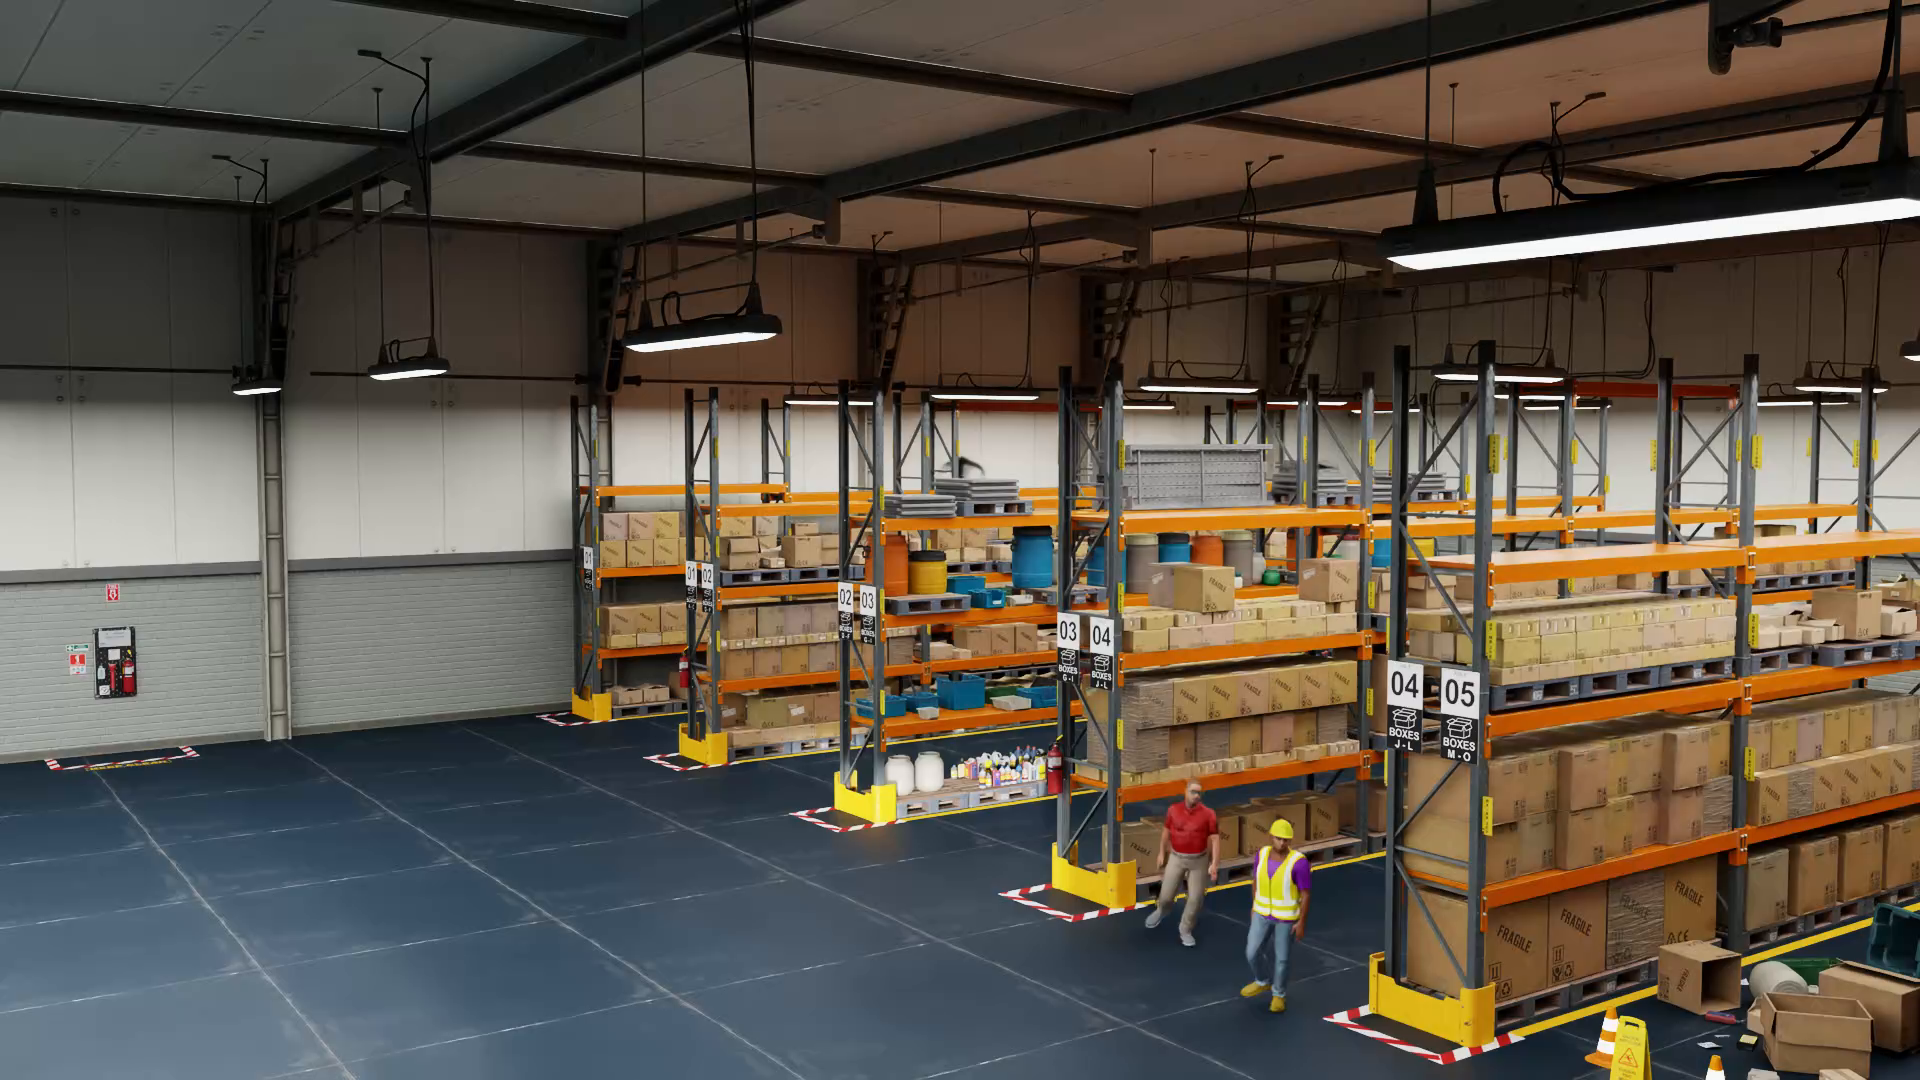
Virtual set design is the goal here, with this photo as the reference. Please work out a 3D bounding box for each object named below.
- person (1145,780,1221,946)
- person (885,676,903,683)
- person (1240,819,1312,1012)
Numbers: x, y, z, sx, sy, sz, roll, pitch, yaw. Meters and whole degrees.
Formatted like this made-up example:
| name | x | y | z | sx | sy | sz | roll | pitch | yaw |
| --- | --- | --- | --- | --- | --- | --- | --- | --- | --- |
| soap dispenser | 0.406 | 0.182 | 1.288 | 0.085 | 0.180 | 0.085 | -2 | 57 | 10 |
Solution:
| name | x | y | z | sx | sy | sz | roll | pitch | yaw |
| --- | --- | --- | --- | --- | --- | --- | --- | --- | --- |
| person | 2.286 | 3.287 | 17.094 | 0.781 | 1.687 | 0.591 | 1 | 4 | 12 |
| person | -1.264 | 2.442 | 31.028 | 0.776 | 1.725 | 0.739 | -2 | 4 | -24 |
| person | 2.840 | 3.376 | 14.984 | 0.678 | 1.763 | 0.479 | 2 | 4 | 30 |
